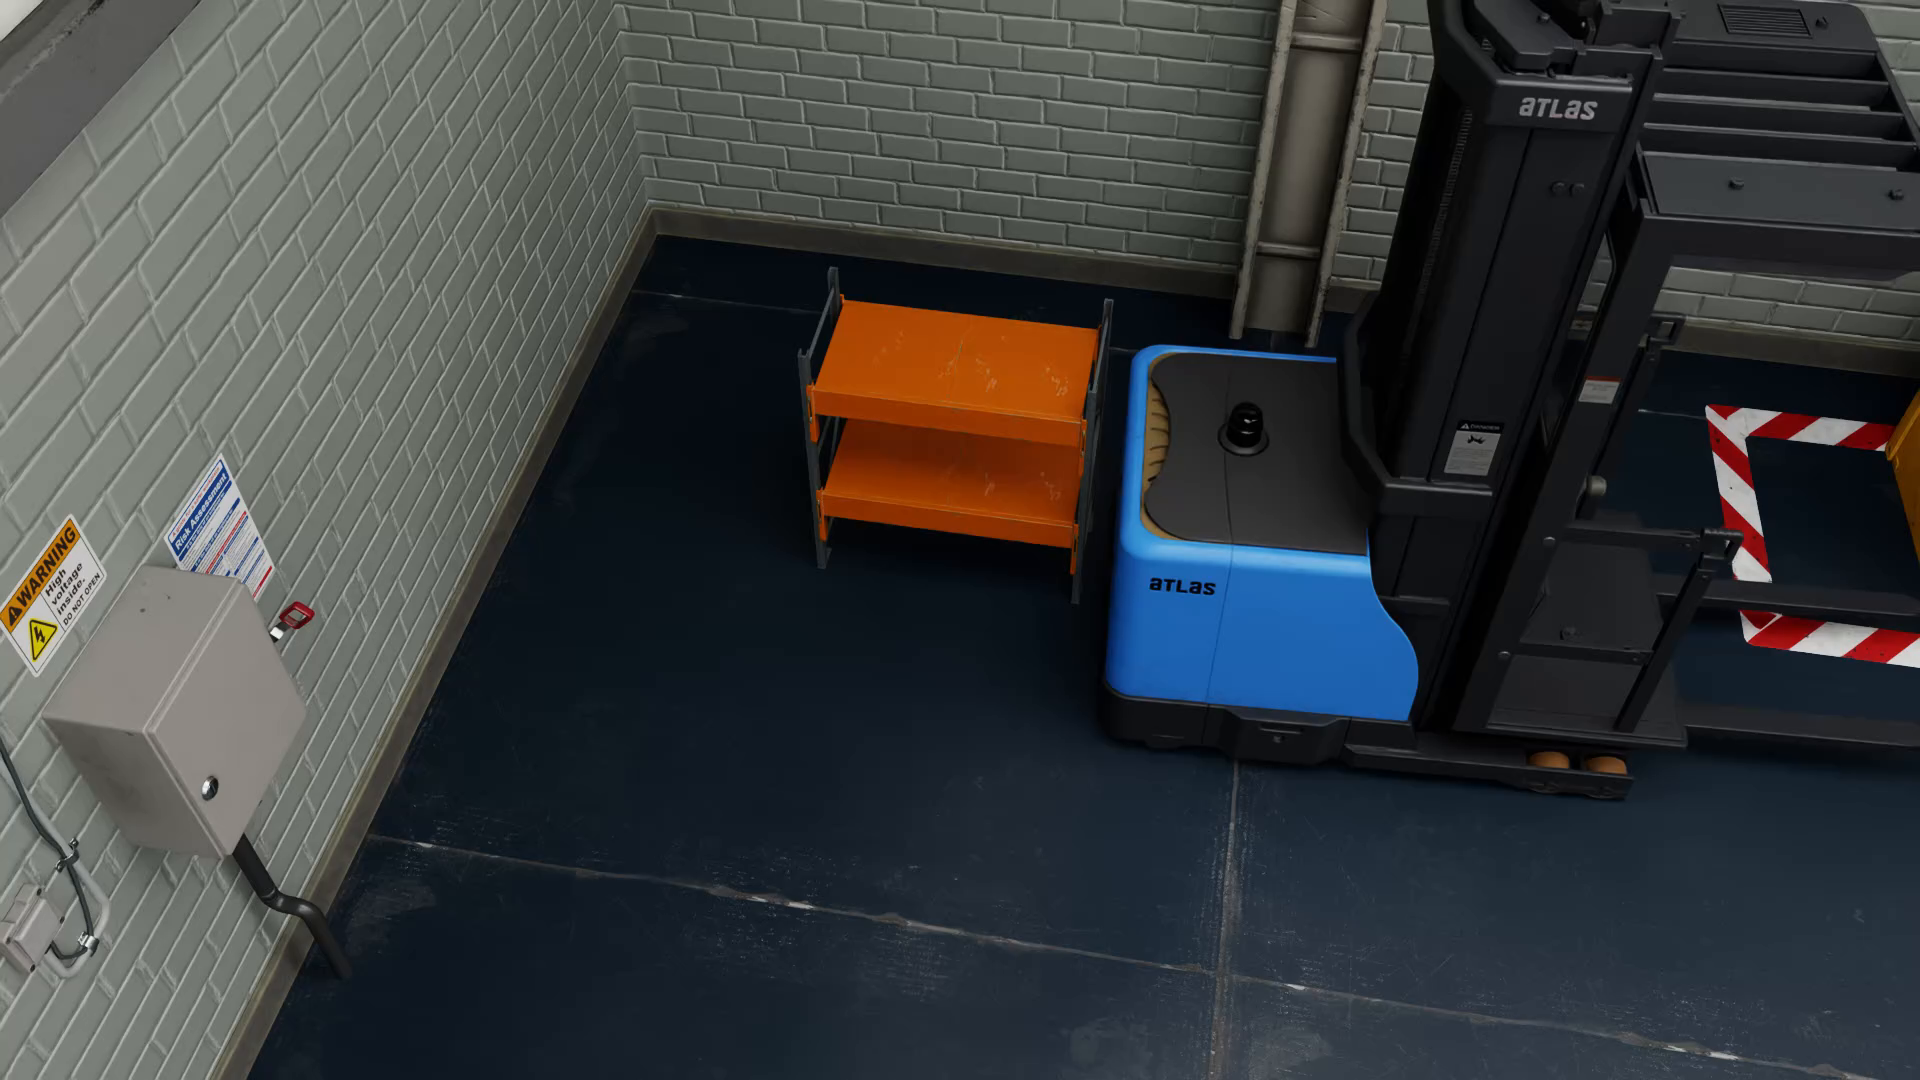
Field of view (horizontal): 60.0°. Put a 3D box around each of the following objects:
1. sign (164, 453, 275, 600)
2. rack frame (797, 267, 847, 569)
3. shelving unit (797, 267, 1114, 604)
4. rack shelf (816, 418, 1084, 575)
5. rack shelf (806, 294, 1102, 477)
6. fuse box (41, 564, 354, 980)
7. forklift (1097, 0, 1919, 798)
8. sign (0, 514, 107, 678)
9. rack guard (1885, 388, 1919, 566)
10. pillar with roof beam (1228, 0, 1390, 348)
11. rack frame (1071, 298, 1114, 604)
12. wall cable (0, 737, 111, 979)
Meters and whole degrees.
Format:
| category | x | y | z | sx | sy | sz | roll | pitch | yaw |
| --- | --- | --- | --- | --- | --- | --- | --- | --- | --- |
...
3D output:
| category | x | y | z | sx | sy | sz | roll | pitch | yaw |
| --- | --- | --- | --- | --- | --- | --- | --- | --- | --- |
| sign | -2.099 | 0.040 | 4.734 | 0.001 | 0.494 | 0.329 | 8 | 49 | 7 |
| rack frame | -0.507 | -0.444 | 6.365 | 0.032 | 1.125 | 0.500 | 8 | 49 | 7 |
| shelving unit | -0.007 | -0.377 | 6.304 | 1.048 | 1.125 | 0.538 | 8 | 49 | 7 |
| rack shelf | -0.007 | -0.213 | 6.486 | 1.000 | 0.278 | 0.538 | 8 | 49 | 7 |
| rack shelf | -0.007 | -0.572 | 6.087 | 1.000 | 0.278 | 0.538 | 8 | 49 | 7 |
| fuse box | -1.983 | 0.827 | 4.828 | 0.414 | 1.711 | 0.539 | 8 | 49 | 7 |
| forklift | 2.052 | -0.484 | 5.187 | 3.031 | 2.935 | 1.130 | 5 | 48 | 4 |
| sign | -2.197 | 0.134 | 4.030 | 0.001 | 0.242 | 0.339 | 8 | 49 | 7 |
| rack guard | 4.006 | -0.144 | 6.516 | 0.348 | 0.500 | 1.175 | 8 | 49 | 7 |
| pillar with roof beam | 0.673 | -0.860 | 1.445 | 0.400 | 9.000 | 9.100 | 8 | 49 | 7 |
| rack frame | 0.494 | -0.310 | 6.244 | 0.032 | 1.125 | 0.500 | 8 | 49 | 7 |
| wall cable | -2.260 | 0.536 | 3.541 | 0.122 | 1.984 | 0.588 | 8 | 49 | 7 |
